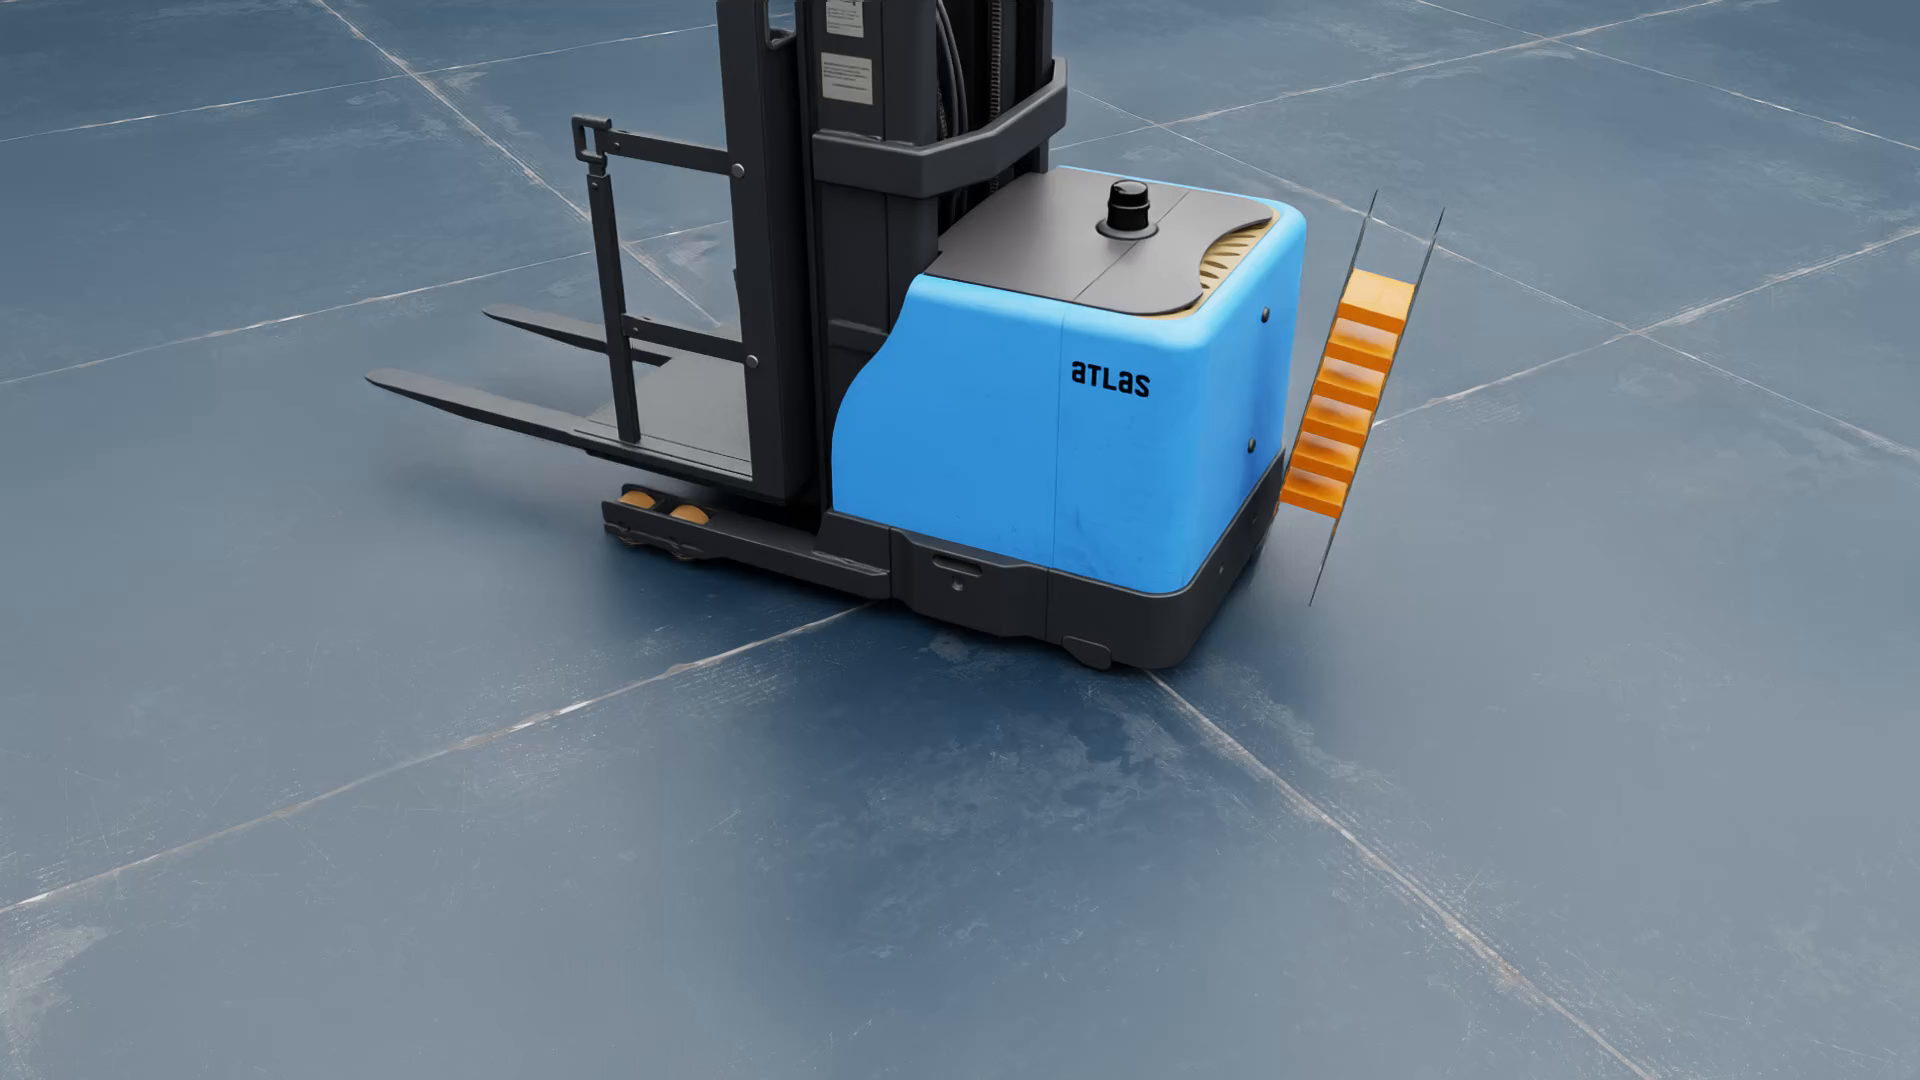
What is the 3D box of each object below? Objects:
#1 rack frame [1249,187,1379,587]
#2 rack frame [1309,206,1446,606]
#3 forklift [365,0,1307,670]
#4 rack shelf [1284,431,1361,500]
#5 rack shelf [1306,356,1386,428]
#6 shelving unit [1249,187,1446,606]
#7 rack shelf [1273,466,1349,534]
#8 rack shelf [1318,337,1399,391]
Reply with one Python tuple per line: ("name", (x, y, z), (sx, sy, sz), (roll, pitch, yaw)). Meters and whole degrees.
("rack frame", (0.996, -0.405, 4.726), (0.006, 1.200, 0.240), (18, 36, 11))
("rack frame", (1.167, -0.348, 4.690), (0.006, 1.200, 0.240), (18, 36, 11))
("forklift", (-0.546, -1.376, 4.768), (3.031, 2.843, 1.129), (15, 35, 22))
("rack shelf", (1.057, -0.244, 4.802), (0.180, 0.103, 0.258), (18, 36, 11))
("rack shelf", (1.093, -0.438, 4.665), (0.180, 0.103, 0.258), (18, 36, 11))
("shelving unit", (1.082, -0.377, 4.708), (0.189, 1.200, 0.258), (18, 36, 11))
("rack shelf", (1.039, -0.147, 4.871), (0.180, 0.103, 0.258), (18, 36, 11))
("rack shelf", (1.111, -0.535, 4.596), (0.180, 0.103, 0.258), (18, 36, 11))
